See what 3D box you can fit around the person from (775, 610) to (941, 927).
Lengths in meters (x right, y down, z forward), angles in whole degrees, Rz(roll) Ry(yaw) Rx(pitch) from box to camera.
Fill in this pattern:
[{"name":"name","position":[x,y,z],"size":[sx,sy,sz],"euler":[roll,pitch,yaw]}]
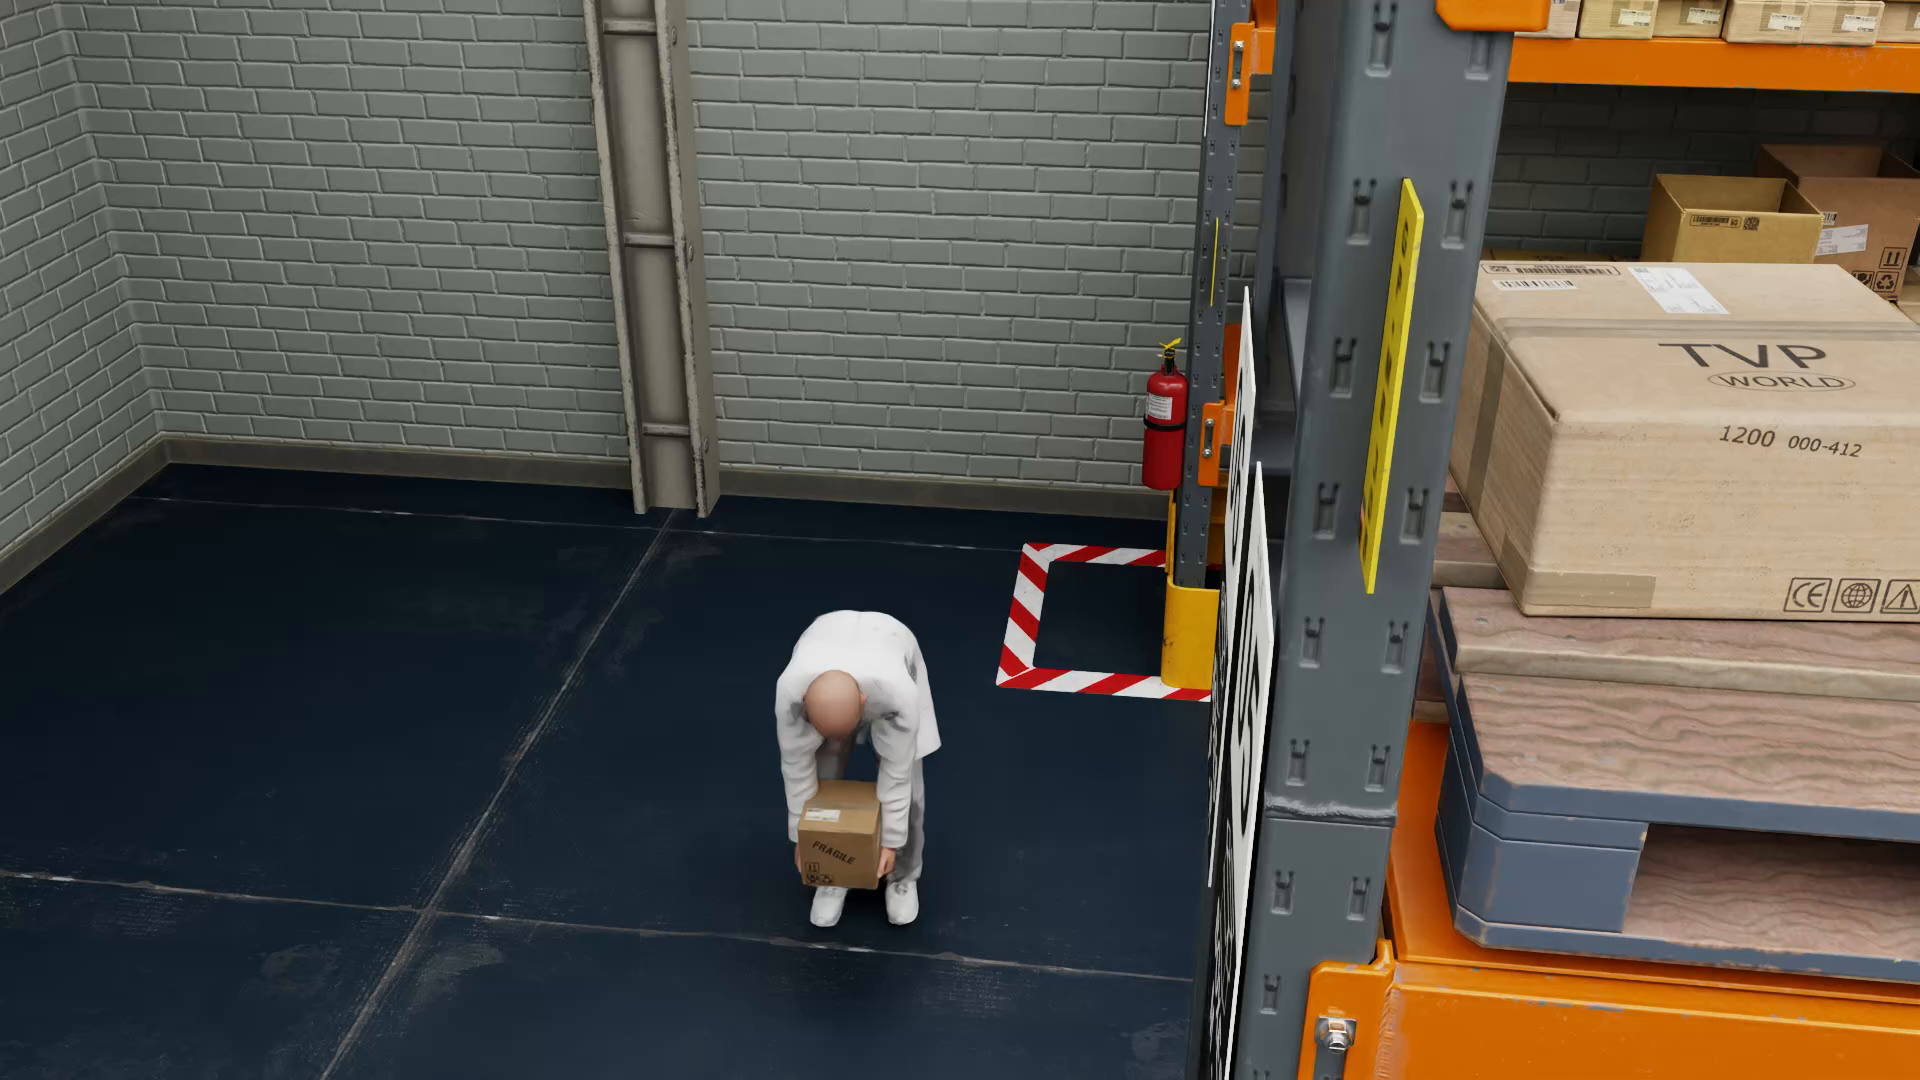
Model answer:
[{"name":"person","position":[-0.374,0.830,5.613],"size":[0.526,1.279,0.914],"euler":[3,28,5]}]
